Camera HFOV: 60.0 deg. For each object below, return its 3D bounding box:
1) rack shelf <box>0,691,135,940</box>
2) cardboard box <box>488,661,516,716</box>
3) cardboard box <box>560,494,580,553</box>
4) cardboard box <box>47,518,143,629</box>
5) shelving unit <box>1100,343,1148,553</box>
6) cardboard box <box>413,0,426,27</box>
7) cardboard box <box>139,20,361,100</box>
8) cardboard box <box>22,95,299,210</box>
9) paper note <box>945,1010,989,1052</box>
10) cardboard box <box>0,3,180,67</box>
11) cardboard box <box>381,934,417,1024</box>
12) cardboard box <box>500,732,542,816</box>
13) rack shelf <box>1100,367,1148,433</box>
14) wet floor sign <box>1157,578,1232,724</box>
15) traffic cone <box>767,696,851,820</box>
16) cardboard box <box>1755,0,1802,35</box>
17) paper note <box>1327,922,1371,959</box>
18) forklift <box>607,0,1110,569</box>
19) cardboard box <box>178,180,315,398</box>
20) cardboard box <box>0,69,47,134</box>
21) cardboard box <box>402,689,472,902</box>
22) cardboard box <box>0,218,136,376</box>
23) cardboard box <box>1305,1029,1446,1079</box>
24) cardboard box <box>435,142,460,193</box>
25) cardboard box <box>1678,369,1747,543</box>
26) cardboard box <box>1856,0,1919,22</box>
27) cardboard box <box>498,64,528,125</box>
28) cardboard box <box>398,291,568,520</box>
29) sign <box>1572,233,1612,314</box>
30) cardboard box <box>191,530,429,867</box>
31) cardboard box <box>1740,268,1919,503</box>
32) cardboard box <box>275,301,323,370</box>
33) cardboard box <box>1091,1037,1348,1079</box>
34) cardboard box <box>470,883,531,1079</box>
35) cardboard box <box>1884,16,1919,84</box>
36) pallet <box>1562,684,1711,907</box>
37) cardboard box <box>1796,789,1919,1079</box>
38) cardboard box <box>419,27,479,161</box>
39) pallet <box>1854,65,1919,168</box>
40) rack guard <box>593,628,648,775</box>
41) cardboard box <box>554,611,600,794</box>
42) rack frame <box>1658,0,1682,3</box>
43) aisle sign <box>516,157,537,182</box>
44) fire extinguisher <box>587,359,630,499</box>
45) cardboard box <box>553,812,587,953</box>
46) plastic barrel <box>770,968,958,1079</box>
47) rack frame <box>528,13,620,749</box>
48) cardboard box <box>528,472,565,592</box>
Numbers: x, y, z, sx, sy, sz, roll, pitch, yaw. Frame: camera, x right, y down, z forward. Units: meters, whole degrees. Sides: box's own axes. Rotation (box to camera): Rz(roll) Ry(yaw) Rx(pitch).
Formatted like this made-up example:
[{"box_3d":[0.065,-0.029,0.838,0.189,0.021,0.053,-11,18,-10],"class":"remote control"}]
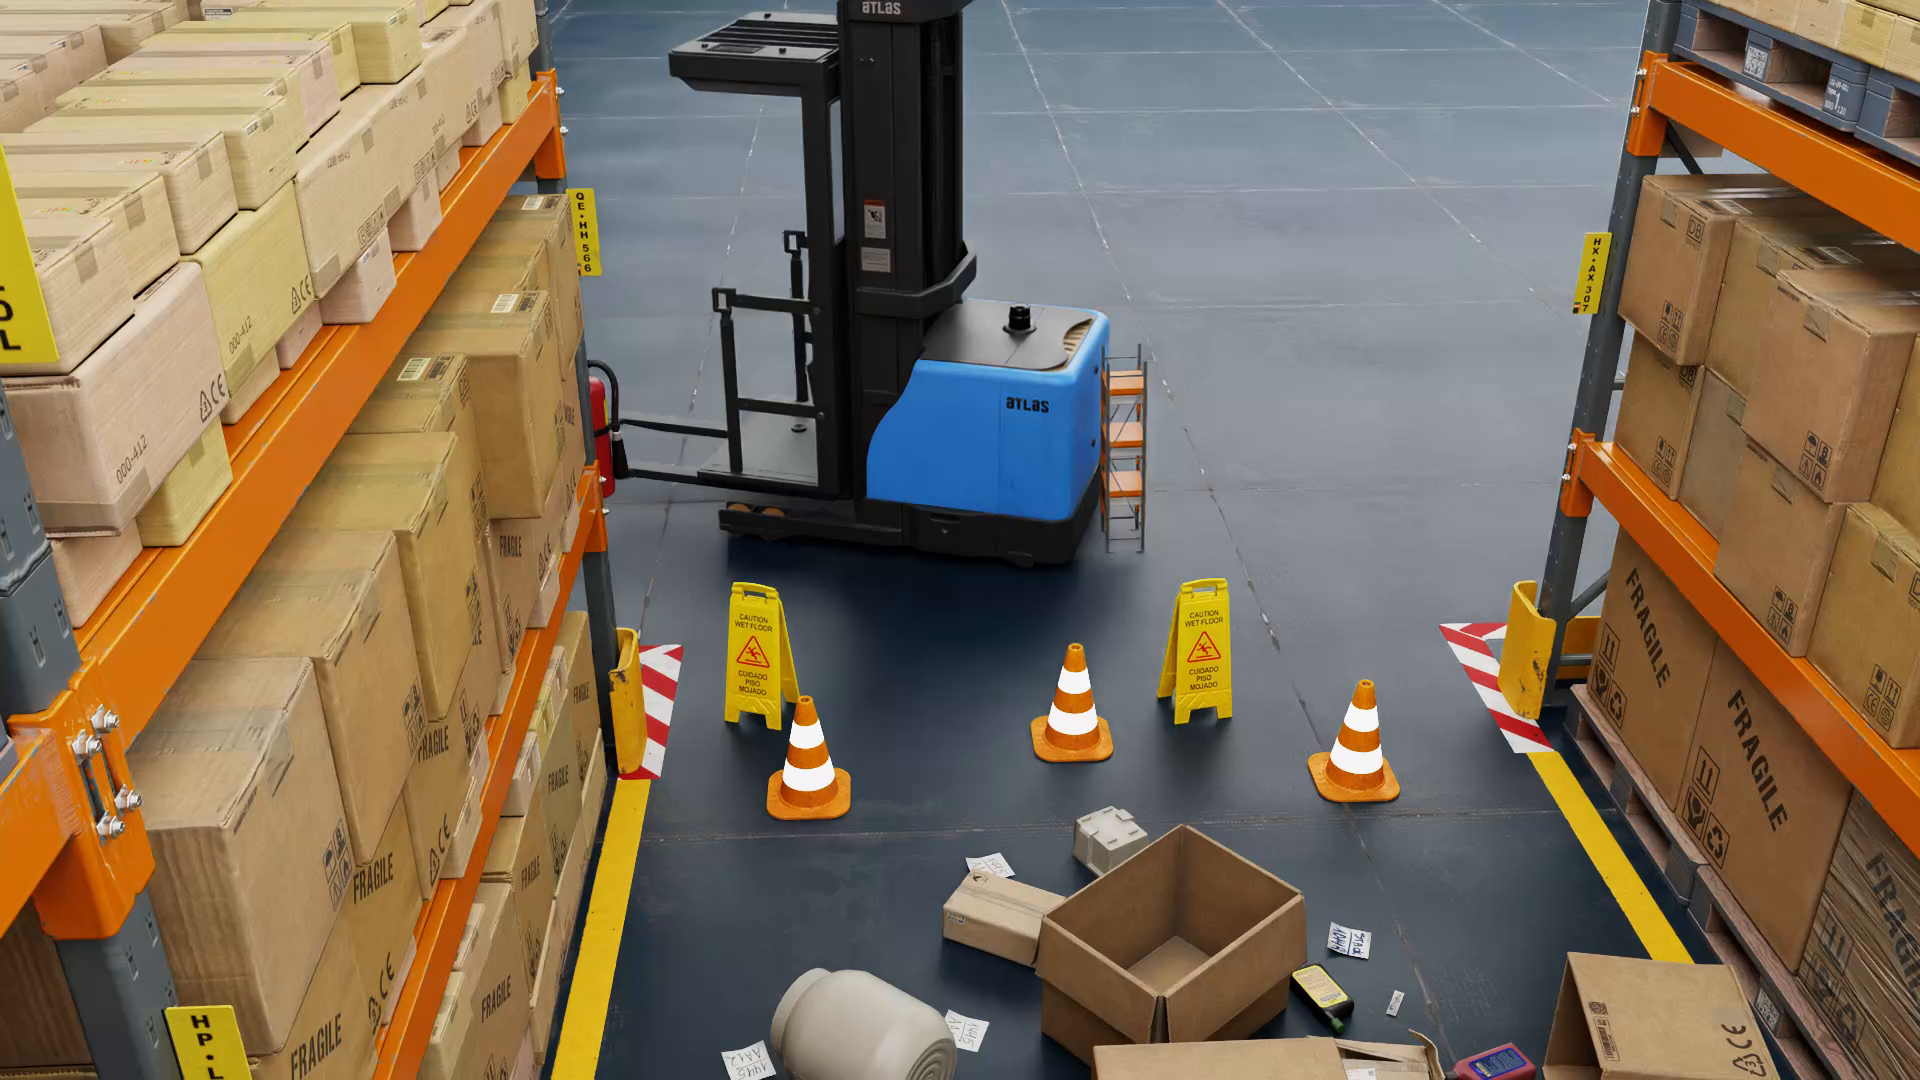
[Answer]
[{"box_3d":[-1.611,1.298,0.552,1.077,0.370,4.000,-1,28,-3],"class":"rack shelf"},{"box_3d":[-1.555,0.406,4.999,0.380,0.149,0.250,-2,28,-3],"class":"cardboard box"},{"box_3d":[-1.567,-0.069,5.909,0.380,0.149,0.250,-2,28,-3],"class":"cardboard box"},{"box_3d":[-1.485,0.015,2.505,0.380,0.149,0.250,-2,28,-3],"class":"cardboard box"},{"box_3d":[0.833,-0.461,8.490,0.215,1.050,0.252,-3,28,0],"class":"shelving unit"},{"box_3d":[-1.638,-1.416,4.387,0.380,0.149,0.250,-1,28,-3],"class":"cardboard box"},{"box_3d":[-1.570,-1.056,3.697,0.380,0.149,0.250,-1,28,-2],"class":"cardboard box"},{"box_3d":[-1.441,-0.704,3.021,0.380,0.149,0.250,-2,28,-3],"class":"cardboard box"},{"box_3d":[0.007,1.644,5.577,0.148,0.019,0.142,8,29,15],"class":"paper note"},{"box_3d":[-2.061,-1.161,3.899,0.380,0.149,0.250,-1,28,-2],"class":"cardboard box"},{"box_3d":[-1.499,0.991,3.878,0.380,0.149,0.250,-1,28,-1],"class":"cardboard box"},{"box_3d":[-1.514,0.721,5.132,0.380,0.149,0.250,0,28,0],"class":"cardboard box"},{"box_3d":[0.823,-0.703,8.363,0.215,0.259,0.240,-3,28,0],"class":"rack shelf"},{"box_3d":[1.035,0.450,7.189,0.267,0.644,0.232,-6,28,-11],"class":"wet floor sign"},{"box_3d":[-0.614,0.830,6.657,0.336,0.463,0.334,-1,28,-3],"class":"traffic cone"},{"box_3d":[2.738,-1.678,5.189,0.380,0.149,0.250,-1,28,-2],"class":"cardboard box"},{"box_3d":[1.398,1.435,5.967,0.144,0.017,0.142,8,29,15],"class":"paper note"},{"box_3d":[-0.774,-1.523,8.501,3.031,2.935,1.130,7,28,14],"class":"forklift"},{"box_3d":[-1.501,-0.458,2.981,0.500,0.250,0.500,-2,28,-3],"class":"cardboard box"},{"box_3d":[-2.020,-0.809,3.222,0.380,0.149,0.250,-2,28,-4],"class":"cardboard box"},{"box_3d":[-1.523,0.536,4.049,0.500,0.500,0.500,-2,28,-3],"class":"cardboard box"},{"box_3d":[-1.406,-0.340,2.324,0.380,0.149,0.250,-2,28,-4],"class":"cardboard box"},{"box_3d":[1.293,1.682,5.238,0.396,0.266,0.258,3,28,6],"class":"cardboard box"},{"box_3d":[-1.594,-1.052,4.552,0.380,0.149,0.250,-2,28,-3],"class":"cardboard box"},{"box_3d":[3.129,-0.271,5.863,0.875,0.550,0.550,-1,28,-3],"class":"cardboard box"},{"box_3d":[2.837,-1.557,4.527,0.500,0.250,0.500,-2,28,-3],"class":"cardboard box"},{"box_3d":[-1.581,-1.408,5.234,0.380,0.149,0.250,-1,28,-2],"class":"cardboard box"},{"box_3d":[-1.531,-0.384,4.731,0.700,0.500,0.500,-2,28,-3],"class":"cardboard box"},{"box_3d":[2.459,-1.036,6.472,0.100,0.325,0.005,-1,28,-3],"class":"sign"},{"box_3d":[-1.527,0.321,3.380,0.700,0.500,0.500,-1,28,-2],"class":"cardboard box"},{"box_3d":[3.009,-0.487,5.111,0.875,0.550,0.550,-1,28,-3],"class":"cardboard box"},{"box_3d":[-1.544,-0.457,3.411,0.380,0.149,0.250,-2,28,-4],"class":"cardboard box"},{"box_3d":[0.753,1.767,4.672,0.797,0.637,0.503,-1,28,-3],"class":"cardboard box"},{"box_3d":[-1.542,1.320,4.683,0.500,0.500,0.500,0,28,0],"class":"cardboard box"},{"box_3d":[2.777,-1.328,4.519,0.380,0.149,0.250,-2,28,-3],"class":"cardboard box"},{"box_3d":[3.133,0.976,6.651,1.003,0.211,1.213,-1,28,-3],"class":"pallet"},{"box_3d":[3.209,1.267,4.921,0.875,0.875,0.875,-1,28,-2],"class":"cardboard box"},{"box_3d":[-1.572,-1.156,4.319,0.500,0.250,0.500,-1,28,-1],"class":"cardboard box"},{"box_3d":[3.129,-1.012,4.298,1.003,0.211,1.213,-1,28,-3],"class":"pallet"},{"box_3d":[-1.920,0.682,6.903,1.175,0.500,0.348,-1,28,-3],"class":"rack guard"},{"box_3d":[-1.622,0.602,6.060,0.500,0.500,0.500,-1,28,-2],"class":"cardboard box"},{"box_3d":[3.014,-3.288,5.323,1.000,3.000,0.127,-1,28,-3],"class":"rack frame"},{"box_3d":[-1.638,-1.650,5.859,0.394,0.787,0.004,-1,28,-3],"class":"aisle sign"},{"box_3d":[-1.470,-0.492,6.532,0.296,0.674,0.183,-1,28,-3],"class":"fire extinguisher"},{"box_3d":[-1.594,1.177,5.768,0.500,0.250,0.500,-1,28,-2],"class":"cardboard box"},{"box_3d":[-0.305,1.598,5.229,0.512,0.421,0.421,19,33,32],"class":"plastic barrel"},{"box_3d":[-1.924,-0.462,6.392,1.000,3.000,0.127,-1,28,-3],"class":"rack frame"},{"box_3d":[-1.599,-0.163,5.388,0.500,0.500,0.500,-1,28,-3],"class":"cardboard box"}]
